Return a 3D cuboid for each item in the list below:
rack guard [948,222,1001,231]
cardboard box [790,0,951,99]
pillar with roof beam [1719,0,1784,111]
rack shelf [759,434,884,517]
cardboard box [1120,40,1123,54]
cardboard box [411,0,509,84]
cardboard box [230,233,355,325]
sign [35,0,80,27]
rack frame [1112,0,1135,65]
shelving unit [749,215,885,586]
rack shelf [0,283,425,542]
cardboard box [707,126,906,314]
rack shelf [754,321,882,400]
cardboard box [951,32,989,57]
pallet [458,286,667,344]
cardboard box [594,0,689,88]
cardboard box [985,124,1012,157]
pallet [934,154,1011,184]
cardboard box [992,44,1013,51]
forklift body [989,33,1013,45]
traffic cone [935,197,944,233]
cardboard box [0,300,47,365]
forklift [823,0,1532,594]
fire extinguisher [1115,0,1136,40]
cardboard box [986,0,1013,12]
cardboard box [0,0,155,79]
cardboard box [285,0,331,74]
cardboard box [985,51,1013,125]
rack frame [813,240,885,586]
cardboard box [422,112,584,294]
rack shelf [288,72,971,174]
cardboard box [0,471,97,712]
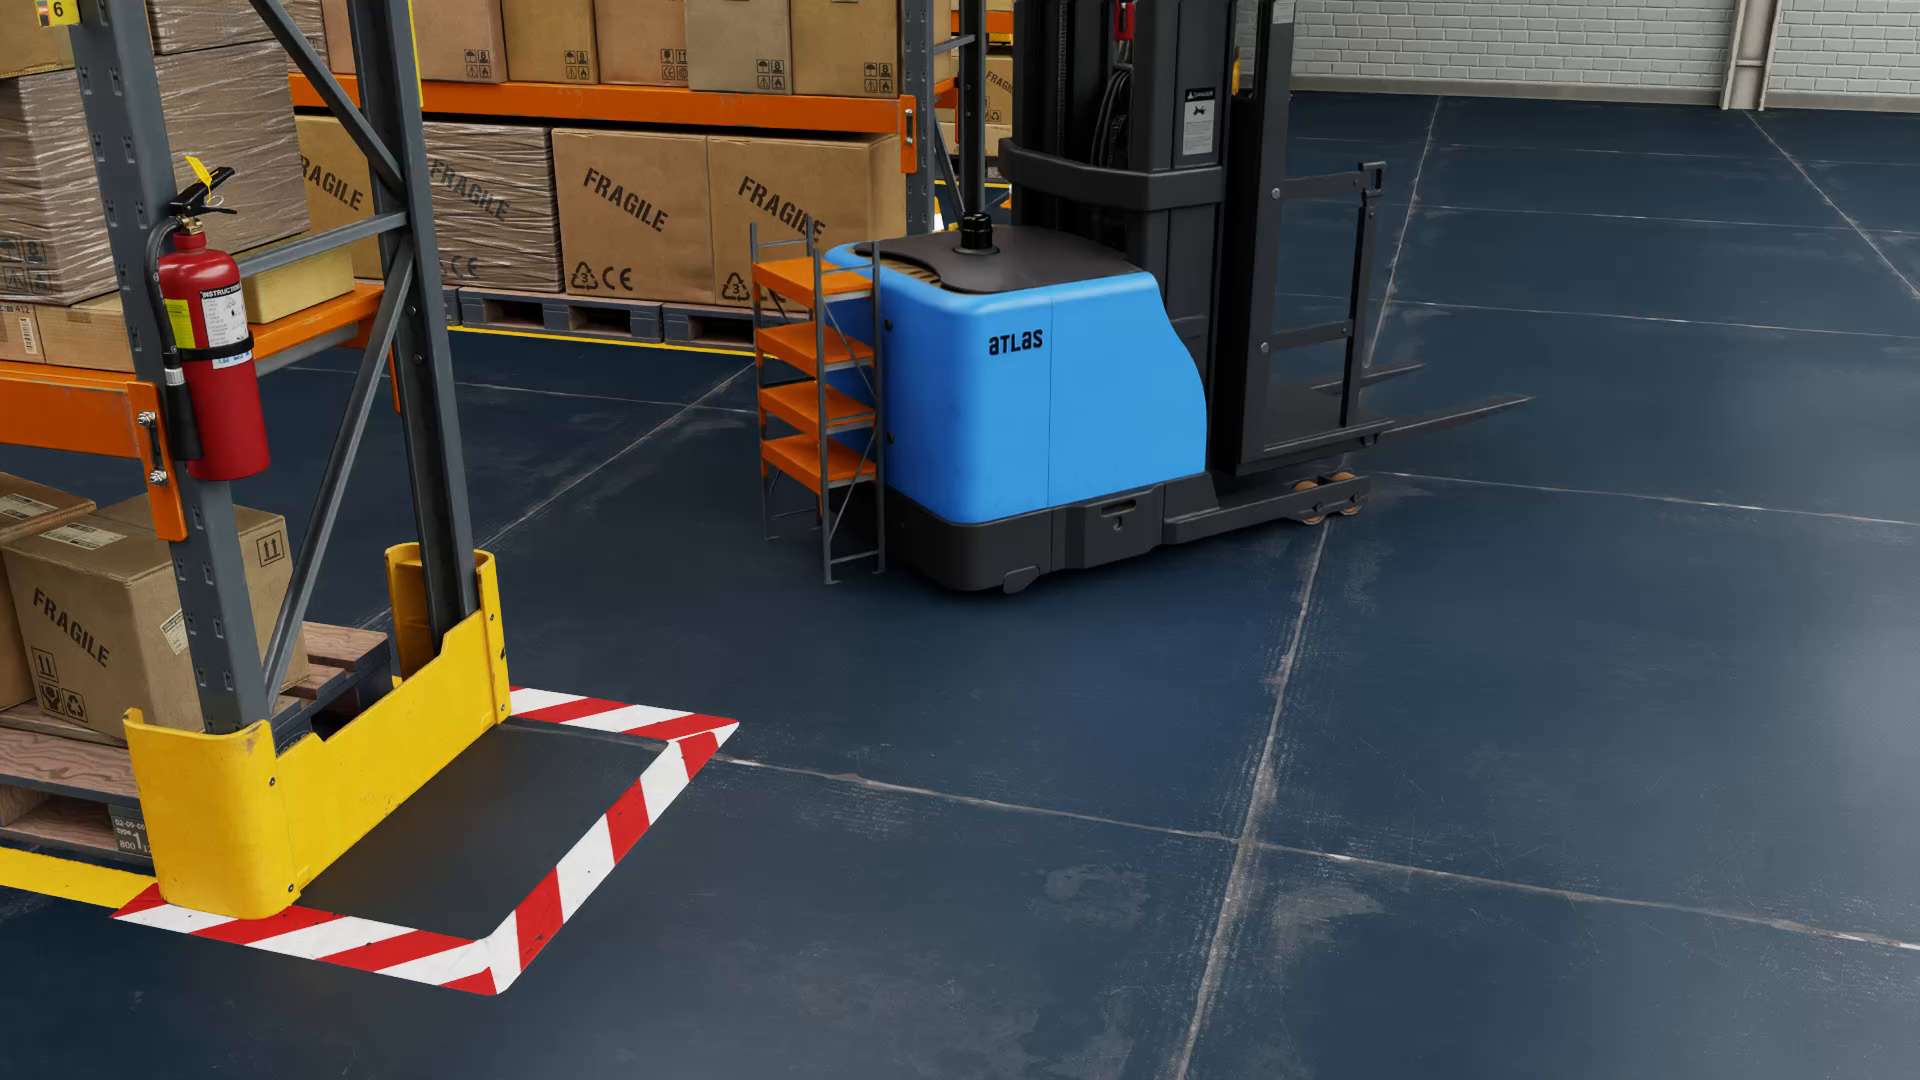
[{"bbox_3d":[-0.043,-1.316,8.820,0.348,0.500,1.175,7,23,16],"label":"rack guard"},{"bbox_3d":[-0.434,-2.569,8.382,0.550,0.550,0.875,7,23,16],"label":"cardboard box"},{"bbox_3d":[6.792,-7.046,11.590,0.400,9.000,9.100,7,23,16],"label":"pillar with roof beam"},{"bbox_3d":[-0.503,-0.252,6.003,0.258,0.148,0.480,-13,26,-29],"label":"rack shelf"},{"bbox_3d":[1.664,-5.241,17.505,0.500,0.250,0.500,6,23,15],"label":"cardboard box"},{"bbox_3d":[-2.522,-2.793,8.929,0.550,0.550,0.875,7,23,16],"label":"cardboard box"},{"bbox_3d":[-1.799,-0.686,4.320,0.250,0.149,0.380,7,23,16],"label":"cardboard box"},{"bbox_3d":[-1.775,-1.167,3.219,0.005,0.325,0.100,7,23,16],"label":"sign"},{"bbox_3d":[1.267,-4.285,12.763,0.127,3.000,1.000,7,23,16],"label":"rack frame"},{"bbox_3d":[-0.503,-0.498,5.902,0.258,1.200,0.503,-13,26,-29],"label":"shelving unit"},{"bbox_3d":[-3.510,-0.571,4.656,4.000,0.370,1.077,7,23,16],"label":"rack shelf"},{"bbox_3d":[-0.734,-1.737,8.798,0.875,0.875,0.875,7,23,16],"label":"cardboard box"},{"bbox_3d":[-0.503,-0.642,5.842,0.258,0.148,0.480,-13,26,-29],"label":"rack shelf"},{"bbox_3d":[0.054,-3.863,12.962,0.250,0.149,0.380,7,23,17],"label":"cardboard box"},{"bbox_3d":[-2.018,-1.379,9.353,1.213,0.211,1.003,7,23,15],"label":"pallet"},{"bbox_3d":[-1.467,-2.728,8.771,0.550,0.550,0.875,7,23,16],"label":"cardboard box"},{"bbox_3d":[0.393,-3.200,13.189,0.500,0.250,0.500,6,23,15],"label":"cardboard box"},{"bbox_3d":[0.427,-3.105,13.561,1.213,0.211,1.003,7,23,16],"label":"pallet"},{"bbox_3d":[0.552,-3.745,13.529,0.500,0.500,0.500,6,23,14],"label":"cardboard box"},{"bbox_3d":[0.355,-5.241,16.213,1.214,2.155,2.313,7,23,16],"label":"forklift body"},{"bbox_3d":[-0.164,-1.876,10.233,0.334,0.463,0.336,7,23,16],"label":"traffic cone"},{"bbox_3d":[-2.167,-0.552,3.994,0.250,0.149,0.380,7,23,16],"label":"cardboard box"},{"bbox_3d":[1.008,-1.571,6.237,3.031,2.935,1.130,-13,26,-29],"label":"forklift"},{"bbox_3d":[1.244,-4.069,12.339,0.183,0.674,0.296,7,23,16],"label":"fire extinguisher"},{"bbox_3d":[0.334,-4.155,12.778,0.250,0.149,0.380,6,23,15],"label":"cardboard box"},{"bbox_3d":[-2.193,-1.301,3.648,0.500,0.500,0.500,7,23,16],"label":"cardboard box"},{"bbox_3d":[-3.539,-2.947,9.304,0.550,0.550,0.875,7,23,16],"label":"cardboard box"},{"bbox_3d":[0.425,-3.547,13.046,0.500,0.500,0.500,7,23,16],"label":"cardboard box"},{"bbox_3d":[-0.375,-0.419,5.710,0.240,1.200,0.015,-13,26,-29],"label":"rack frame"},{"bbox_3d":[-2.449,-1.933,9.277,0.875,0.875,0.875,7,23,16],"label":"cardboard box"},{"bbox_3d":[-1.980,-2.362,9.023,4.000,0.370,1.077,7,23,16],"label":"rack shelf"},{"bbox_3d":[-2.770,0.150,4.691,0.500,0.500,0.500,13,26,29],"label":"cardboard box"}]
